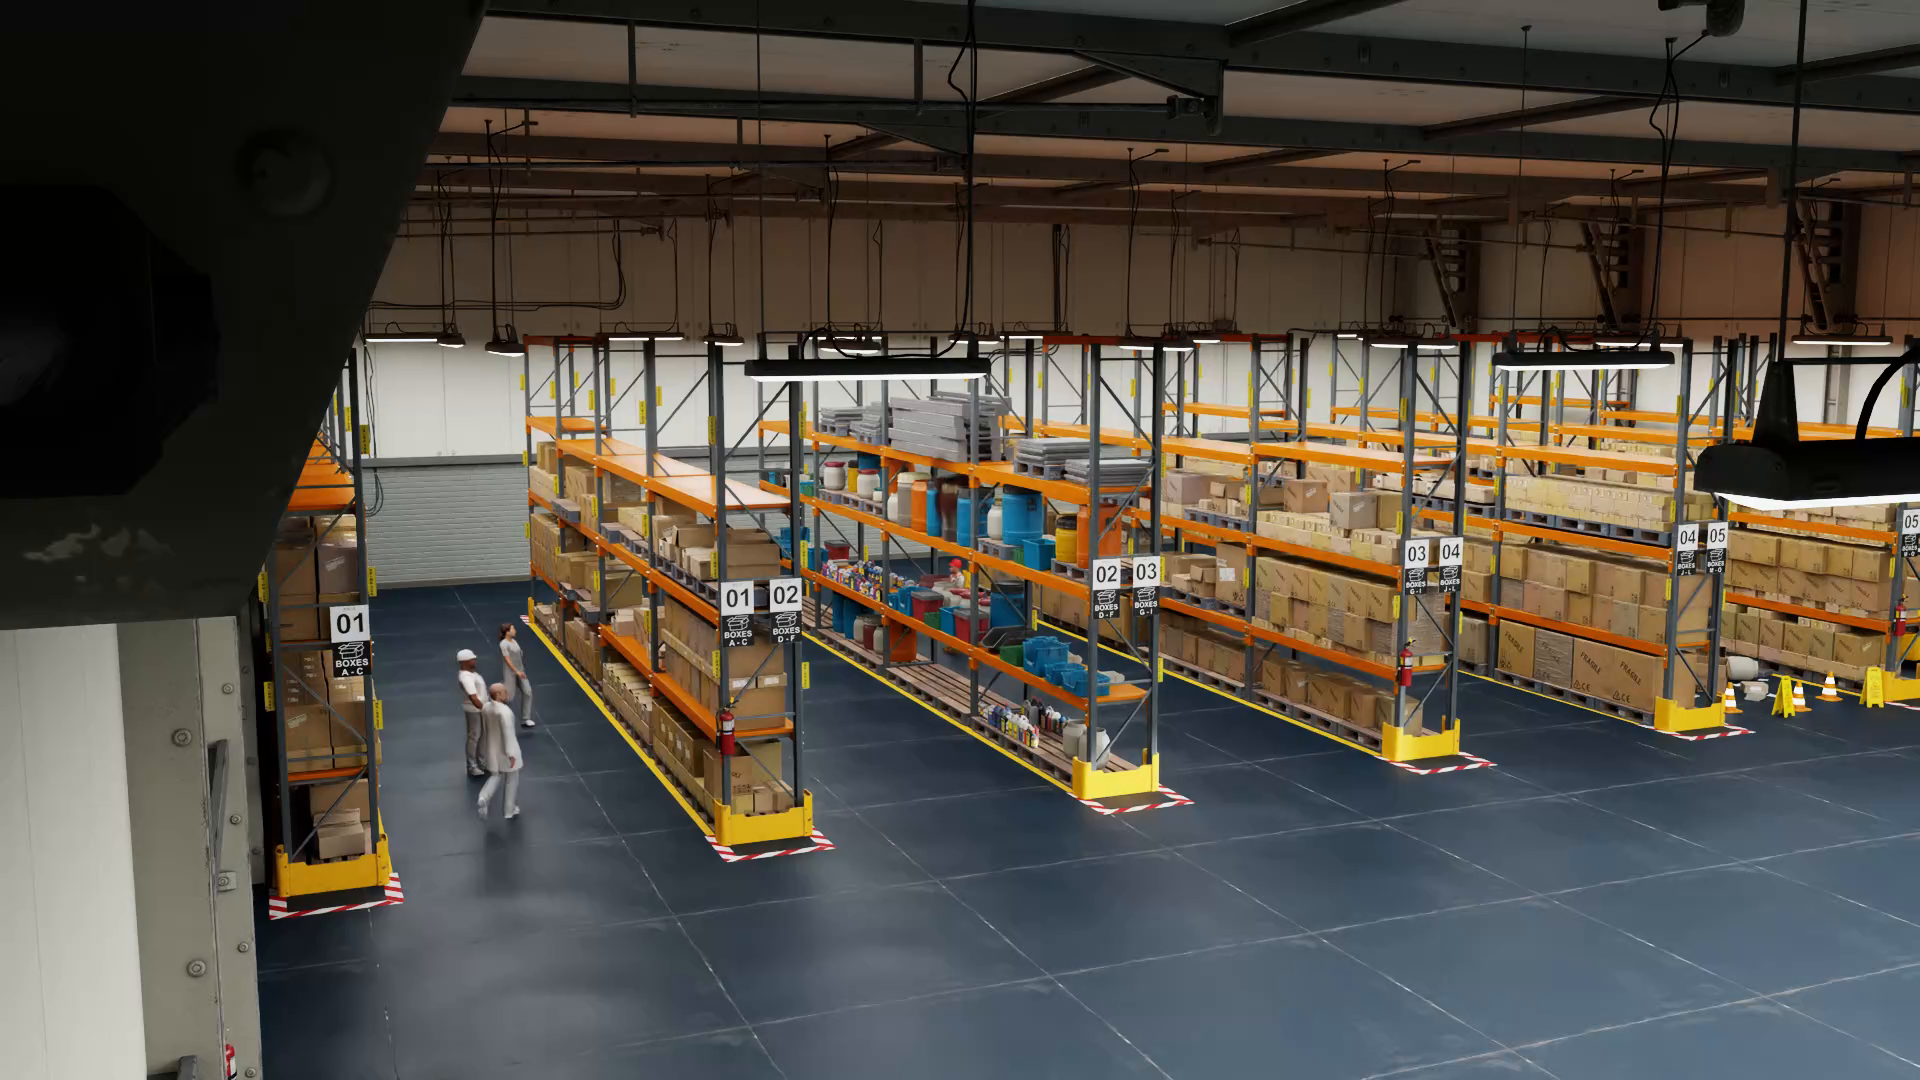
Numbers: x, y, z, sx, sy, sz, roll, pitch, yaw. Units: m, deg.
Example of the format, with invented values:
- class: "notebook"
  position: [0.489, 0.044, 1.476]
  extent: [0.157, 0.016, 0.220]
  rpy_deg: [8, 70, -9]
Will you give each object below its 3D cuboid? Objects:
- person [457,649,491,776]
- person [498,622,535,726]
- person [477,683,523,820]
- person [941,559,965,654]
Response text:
- class: "person"
  position: [-6.689, 2.395, 23.140]
  extent: [0.654, 1.771, 0.622]
  rpy_deg: [2, 8, 12]
- class: "person"
  position: [-6.988, 2.082, 26.054]
  extent: [0.809, 1.608, 0.492]
  rpy_deg: [5, 9, 34]
- class: "person"
  position: [-5.806, 2.664, 20.967]
  extent: [0.558, 1.761, 0.750]
  rpy_deg: [2, 8, 18]
- class: "person"
  position: [-0.137, 1.246, 31.581]
  extent: [0.409, 1.802, 0.597]
  rpy_deg: [-3, 8, -21]
